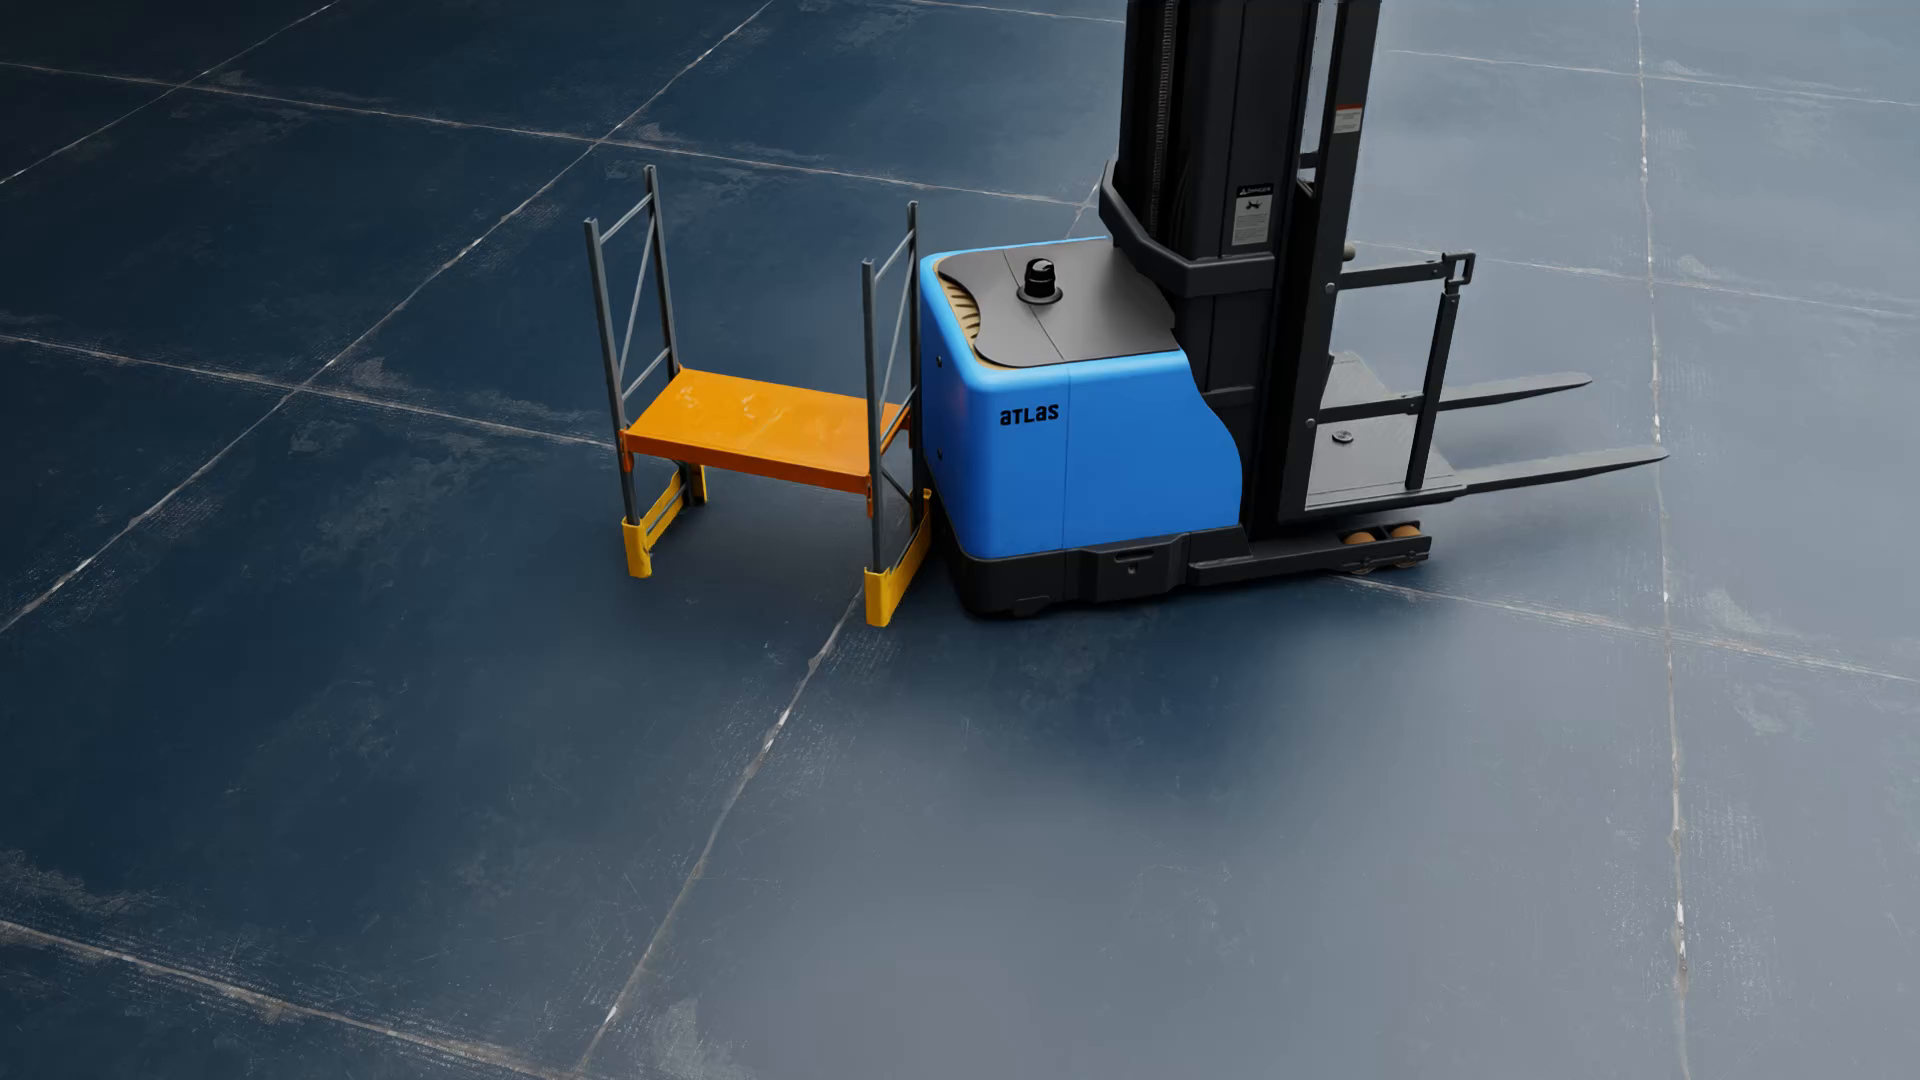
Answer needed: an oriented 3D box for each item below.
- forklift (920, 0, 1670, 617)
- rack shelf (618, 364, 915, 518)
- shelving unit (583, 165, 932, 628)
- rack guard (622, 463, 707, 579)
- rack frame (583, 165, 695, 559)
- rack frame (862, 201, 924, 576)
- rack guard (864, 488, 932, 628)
[{"bbox_3d":[1.379,-1.342,6.101,3.031,2.935,1.130,-8,37,-10],"label":"forklift"},{"bbox_3d":[-0.718,-0.389,6.316,1.000,0.185,0.538,11,38,14],"label":"rack shelf"},{"bbox_3d":[-0.709,-0.532,6.207,1.083,1.500,0.587,11,38,14],"label":"shelving unit"},{"bbox_3d":[-1.184,-0.118,6.699,0.087,0.250,0.587,11,38,14],"label":"rack guard"},{"bbox_3d":[-1.202,-0.625,6.334,0.032,1.500,0.500,11,38,14],"label":"rack frame"},{"bbox_3d":[-0.233,-0.442,6.085,0.032,1.500,0.500,11,38,14],"label":"rack frame"},{"bbox_3d":[-0.235,0.061,6.456,0.087,0.250,0.587,11,38,14],"label":"rack guard"}]
